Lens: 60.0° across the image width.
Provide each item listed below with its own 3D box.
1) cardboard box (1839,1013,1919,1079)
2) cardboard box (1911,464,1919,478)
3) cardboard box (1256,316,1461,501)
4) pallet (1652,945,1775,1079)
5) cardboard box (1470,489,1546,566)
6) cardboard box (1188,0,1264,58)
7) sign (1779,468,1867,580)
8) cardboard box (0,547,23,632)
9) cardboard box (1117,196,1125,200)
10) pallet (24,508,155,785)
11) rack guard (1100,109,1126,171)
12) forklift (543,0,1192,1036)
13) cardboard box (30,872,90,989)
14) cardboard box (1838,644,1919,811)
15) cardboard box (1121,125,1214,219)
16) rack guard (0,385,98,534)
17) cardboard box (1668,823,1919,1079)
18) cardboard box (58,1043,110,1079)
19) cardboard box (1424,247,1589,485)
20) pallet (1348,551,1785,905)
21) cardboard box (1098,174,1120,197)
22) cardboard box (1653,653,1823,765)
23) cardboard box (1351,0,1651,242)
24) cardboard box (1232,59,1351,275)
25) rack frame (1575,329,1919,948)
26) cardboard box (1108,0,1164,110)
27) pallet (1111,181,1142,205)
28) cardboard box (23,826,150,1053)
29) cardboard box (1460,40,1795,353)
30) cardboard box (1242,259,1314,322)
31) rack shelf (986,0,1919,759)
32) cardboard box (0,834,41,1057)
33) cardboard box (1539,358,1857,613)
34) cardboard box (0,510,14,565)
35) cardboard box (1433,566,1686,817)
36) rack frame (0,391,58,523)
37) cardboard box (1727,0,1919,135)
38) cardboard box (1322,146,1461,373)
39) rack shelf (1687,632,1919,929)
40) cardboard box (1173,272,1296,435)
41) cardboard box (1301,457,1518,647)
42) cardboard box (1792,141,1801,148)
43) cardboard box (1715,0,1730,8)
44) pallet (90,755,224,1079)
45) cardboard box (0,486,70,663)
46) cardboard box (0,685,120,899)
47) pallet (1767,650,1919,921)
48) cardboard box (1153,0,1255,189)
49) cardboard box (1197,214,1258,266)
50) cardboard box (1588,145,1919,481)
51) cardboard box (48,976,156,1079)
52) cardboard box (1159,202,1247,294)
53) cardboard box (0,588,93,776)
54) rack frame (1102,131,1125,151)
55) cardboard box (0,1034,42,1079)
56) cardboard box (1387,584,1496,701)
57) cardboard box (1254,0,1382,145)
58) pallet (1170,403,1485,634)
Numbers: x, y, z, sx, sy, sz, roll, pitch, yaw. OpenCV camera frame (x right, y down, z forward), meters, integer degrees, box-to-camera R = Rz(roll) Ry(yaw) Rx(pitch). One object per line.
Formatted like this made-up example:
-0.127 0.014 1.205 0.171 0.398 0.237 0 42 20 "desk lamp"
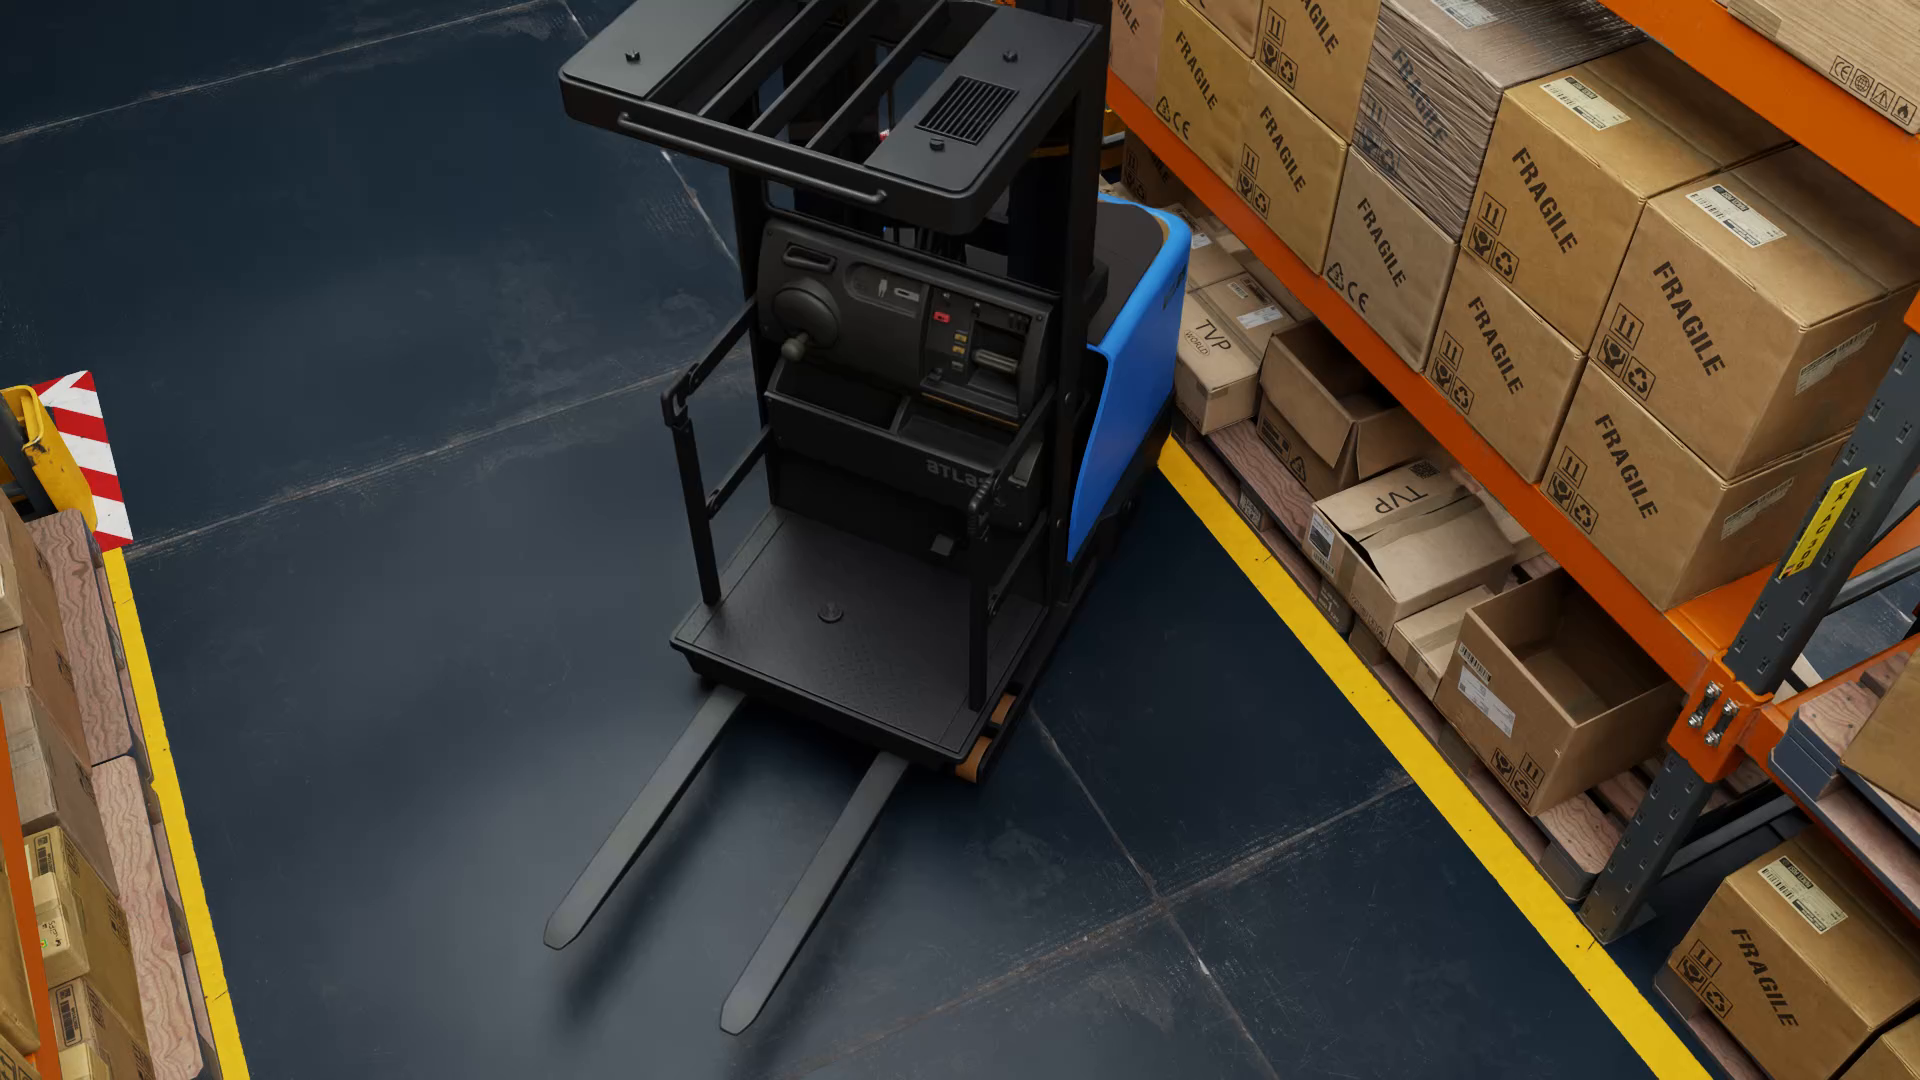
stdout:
2.662 1.499 4.315 0.500 0.500 0.500 -20 52 -17 "cardboard box"
2.413 -0.408 4.548 0.500 0.500 0.500 -20 52 -17 "cardboard box"
1.539 -0.519 6.077 0.797 0.503 0.637 -21 52 -18 "cardboard box"
2.809 1.509 4.790 1.003 0.211 1.213 -21 52 -18 "pallet"
1.999 -0.083 5.920 0.380 0.166 0.250 -21 52 -18 "cardboard box"
1.012 -1.908 5.195 0.500 0.500 0.500 -21 52 -17 "cardboard box"
1.925 -0.033 3.711 0.100 0.325 0.005 -21 52 -18 "sign"
-3.082 0.191 5.041 0.380 0.149 0.250 -20 52 -17 "cardboard box"
0.574 -1.263 6.952 0.380 0.166 0.250 -21 52 -18 "cardboard box"
-3.394 0.518 5.657 1.003 0.211 1.213 -21 52 -18 "pallet"
0.608 -1.744 7.443 1.175 0.500 0.348 -21 52 -18 "rack guard"
-0.273 -0.543 4.778 1.130 2.935 3.031 20 52 17 "forklift"
-2.484 1.063 4.279 0.380 0.149 0.250 -23 53 -19 "cardboard box"
2.421 0.283 3.665 0.500 0.500 0.700 35 58 27 "cardboard box"
1.041 -1.660 7.078 0.500 0.500 0.500 -21 52 -18 "cardboard box"
-3.841 -0.102 6.007 1.175 0.500 0.348 -21 52 -18 "rack guard"
2.408 1.146 4.624 0.500 0.500 0.500 -23 53 -19 "cardboard box"
-2.245 1.412 3.973 0.380 0.149 0.250 -20 52 -16 "cardboard box"
1.710 -0.564 4.684 0.500 0.500 0.500 -20 52 -17 "cardboard box"
2.090 0.518 5.657 1.003 0.211 1.213 -21 52 -18 "pallet"
0.459 -1.425 7.105 0.380 0.149 0.250 -21 52 -18 "cardboard box"
2.404 0.445 5.362 0.500 0.311 0.500 -21 52 -18 "cardboard box"
1.475 -1.231 4.603 0.500 0.500 0.500 -21 52 -17 "cardboard box"
1.237 -1.247 5.281 0.500 0.500 0.500 -21 52 -17 "cardboard box"
2.404 0.060 4.205 1.000 3.000 0.127 -21 52 -18 "rack frame"
0.783 -1.919 5.869 0.500 0.500 0.500 -22 52 -18 "cardboard box"
0.974 -1.115 7.085 1.003 0.211 1.213 -21 52 -18 "pallet"
-2.710 1.236 4.558 0.700 0.500 0.500 -20 52 -17 "cardboard box"
1.705 -0.894 4.308 0.500 0.500 0.500 -22 52 -18 "cardboard box"
1.449 -0.932 6.607 0.500 0.250 0.500 -21 52 -18 "cardboard box"
1.488 -1.042 5.646 1.077 0.370 4.000 -21 52 -18 "rack shelf"
-2.562 0.811 3.349 0.980 0.700 0.700 -22 53 -18 "cardboard box"
1.947 -0.219 4.383 0.500 0.500 0.500 -20 52 -17 "cardboard box"
-3.200 0.020 5.191 0.380 0.149 0.250 -22 52 -18 "cardboard box"
1.891 0.454 5.228 0.500 0.500 0.500 -21 52 -18 "cardboard box"
-3.830 -0.909 5.052 1.000 3.000 0.127 -21 52 -18 "rack frame"
1.945 -1.112 3.337 0.500 0.250 0.500 -21 52 -18 "cardboard box"
1.472 -0.907 4.984 0.500 0.500 0.500 -20 52 -17 "cardboard box"
3.319 1.635 3.305 1.077 0.370 4.000 -21 52 -18 "rack shelf"
1.027 -0.726 6.427 0.500 0.250 0.500 -21 52 -18 "cardboard box"
1.547 0.015 5.738 0.500 0.311 0.500 -21 52 -18 "cardboard box"
2.202 -1.060 4.453 0.500 0.500 0.500 -23 53 -19 "cardboard box"
1.725 -1.450 3.633 0.500 0.250 0.500 -21 52 -18 "cardboard box"
-2.840 1.333 4.944 1.003 0.211 1.213 -21 52 -18 "pallet"
-3.420 0.210 5.455 0.700 0.500 0.500 -21 52 -18 "cardboard box"
-2.961 0.881 4.868 0.700 0.500 0.500 -23 53 -19 "cardboard box"
2.672 0.695 3.777 1.003 0.211 1.213 -21 52 -18 "pallet"
1.010 -1.582 5.574 0.500 0.500 0.500 -21 52 -18 "cardboard box"
1.146 -1.248 6.939 0.380 0.166 0.250 -21 52 -18 "cardboard box"
1.942 -0.552 4.009 0.500 0.500 0.500 -21 52 -17 "cardboard box"
-2.477 1.580 4.257 0.700 0.500 0.500 -22 52 -18 "cardboard box"
0.799 -1.061 6.719 0.500 0.250 0.500 -21 52 -18 "cardboard box"
-3.191 0.545 5.162 0.700 0.500 0.500 -21 52 -18 "cardboard box"
0.573 -2.617 6.546 1.000 3.000 0.127 -21 52 -18 "rack frame"
-2.233 1.301 2.920 0.980 0.700 0.700 -20 52 -17 "cardboard box"
1.666 0.340 5.562 0.380 0.149 0.250 -21 52 -18 "cardboard box"
1.246 -1.568 4.898 0.500 0.500 0.500 -22 52 -18 "cardboard box"
1.528 -0.300 6.372 1.003 0.211 1.213 -21 52 -18 "pallet"
